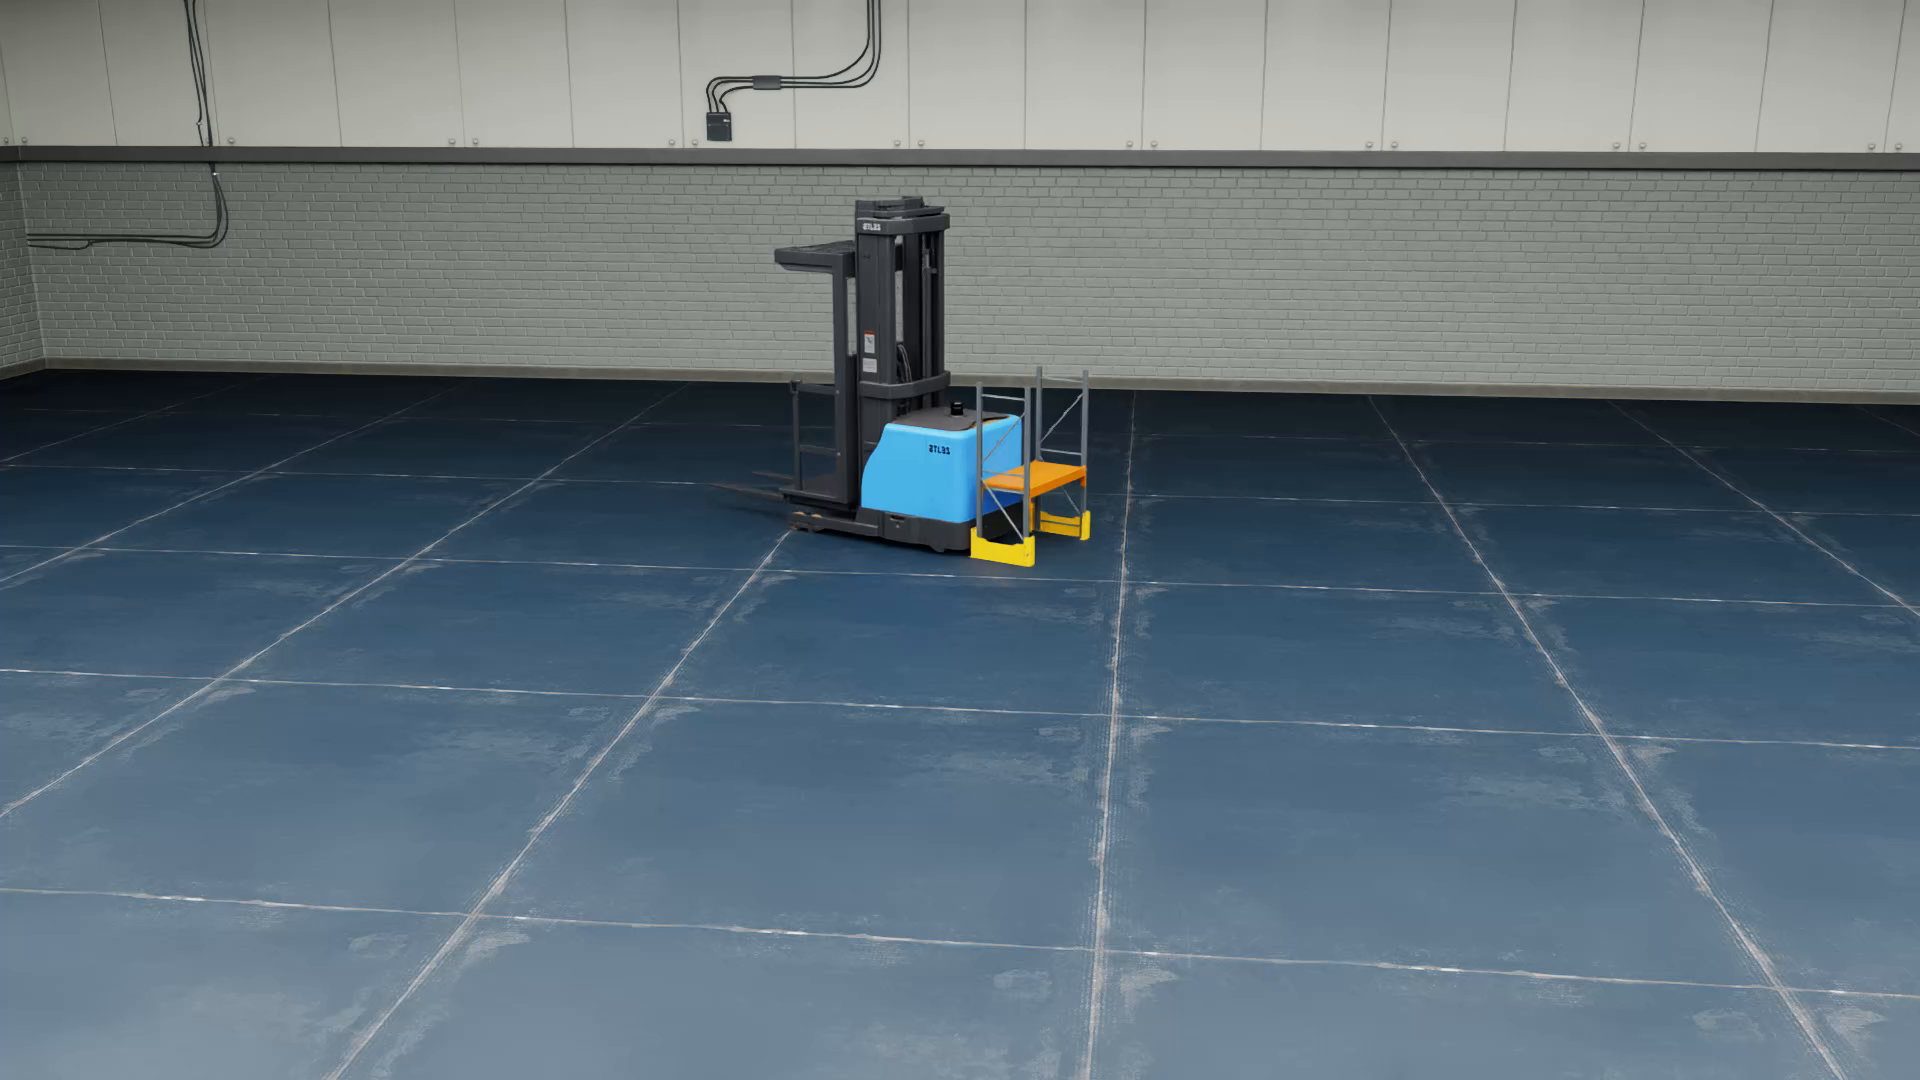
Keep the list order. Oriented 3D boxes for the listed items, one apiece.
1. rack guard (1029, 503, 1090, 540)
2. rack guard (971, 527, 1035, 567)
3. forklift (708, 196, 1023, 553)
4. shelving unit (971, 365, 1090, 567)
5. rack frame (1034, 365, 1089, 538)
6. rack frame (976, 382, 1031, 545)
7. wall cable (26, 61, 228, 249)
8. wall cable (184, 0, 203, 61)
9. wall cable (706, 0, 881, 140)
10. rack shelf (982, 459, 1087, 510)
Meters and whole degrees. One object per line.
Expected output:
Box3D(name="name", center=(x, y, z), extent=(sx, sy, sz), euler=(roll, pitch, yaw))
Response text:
Box3D(name="rack guard", center=(0.879, -0.164, 14.790), extent=(0.587, 0.250, 0.087), euler=(9, 18, 30))
Box3D(name="rack guard", center=(0.357, 0.057, 13.971), extent=(0.587, 0.250, 0.087), euler=(9, 18, 30))
Box3D(name="forklift", center=(-0.952, -1.582, 14.897), extent=(3.031, 2.935, 1.130), euler=(10, 18, 33))
Box3D(name="shelving unit", center=(0.618, -0.657, 14.217), extent=(0.587, 1.500, 1.083), euler=(9, 18, 30))
Box3D(name="rack frame", center=(0.889, -0.772, 14.642), extent=(0.500, 1.500, 0.032), euler=(9, 18, 30))
Box3D(name="rack frame", center=(0.356, -0.546, 13.807), extent=(0.500, 1.500, 0.032), euler=(9, 18, 30))
Box3D(name="wall cable", center=(-11.587, -5.242, 22.757), extent=(3.097, 2.526, 0.112), euler=(2, 15, 6))
Box3D(name="wall cable", center=(-8.899, -7.600, 21.803), extent=(3.097, 2.526, 0.112), euler=(2, 15, 6))
Box3D(name="wall cable", center=(-2.156, -8.099, 20.859), extent=(2.305, 6.003, 0.169), euler=(2, 15, 6))
Box3D(name="rack shelf", center=(0.623, -0.485, 14.272), extent=(0.538, 0.185, 1.000), euler=(9, 18, 30))
